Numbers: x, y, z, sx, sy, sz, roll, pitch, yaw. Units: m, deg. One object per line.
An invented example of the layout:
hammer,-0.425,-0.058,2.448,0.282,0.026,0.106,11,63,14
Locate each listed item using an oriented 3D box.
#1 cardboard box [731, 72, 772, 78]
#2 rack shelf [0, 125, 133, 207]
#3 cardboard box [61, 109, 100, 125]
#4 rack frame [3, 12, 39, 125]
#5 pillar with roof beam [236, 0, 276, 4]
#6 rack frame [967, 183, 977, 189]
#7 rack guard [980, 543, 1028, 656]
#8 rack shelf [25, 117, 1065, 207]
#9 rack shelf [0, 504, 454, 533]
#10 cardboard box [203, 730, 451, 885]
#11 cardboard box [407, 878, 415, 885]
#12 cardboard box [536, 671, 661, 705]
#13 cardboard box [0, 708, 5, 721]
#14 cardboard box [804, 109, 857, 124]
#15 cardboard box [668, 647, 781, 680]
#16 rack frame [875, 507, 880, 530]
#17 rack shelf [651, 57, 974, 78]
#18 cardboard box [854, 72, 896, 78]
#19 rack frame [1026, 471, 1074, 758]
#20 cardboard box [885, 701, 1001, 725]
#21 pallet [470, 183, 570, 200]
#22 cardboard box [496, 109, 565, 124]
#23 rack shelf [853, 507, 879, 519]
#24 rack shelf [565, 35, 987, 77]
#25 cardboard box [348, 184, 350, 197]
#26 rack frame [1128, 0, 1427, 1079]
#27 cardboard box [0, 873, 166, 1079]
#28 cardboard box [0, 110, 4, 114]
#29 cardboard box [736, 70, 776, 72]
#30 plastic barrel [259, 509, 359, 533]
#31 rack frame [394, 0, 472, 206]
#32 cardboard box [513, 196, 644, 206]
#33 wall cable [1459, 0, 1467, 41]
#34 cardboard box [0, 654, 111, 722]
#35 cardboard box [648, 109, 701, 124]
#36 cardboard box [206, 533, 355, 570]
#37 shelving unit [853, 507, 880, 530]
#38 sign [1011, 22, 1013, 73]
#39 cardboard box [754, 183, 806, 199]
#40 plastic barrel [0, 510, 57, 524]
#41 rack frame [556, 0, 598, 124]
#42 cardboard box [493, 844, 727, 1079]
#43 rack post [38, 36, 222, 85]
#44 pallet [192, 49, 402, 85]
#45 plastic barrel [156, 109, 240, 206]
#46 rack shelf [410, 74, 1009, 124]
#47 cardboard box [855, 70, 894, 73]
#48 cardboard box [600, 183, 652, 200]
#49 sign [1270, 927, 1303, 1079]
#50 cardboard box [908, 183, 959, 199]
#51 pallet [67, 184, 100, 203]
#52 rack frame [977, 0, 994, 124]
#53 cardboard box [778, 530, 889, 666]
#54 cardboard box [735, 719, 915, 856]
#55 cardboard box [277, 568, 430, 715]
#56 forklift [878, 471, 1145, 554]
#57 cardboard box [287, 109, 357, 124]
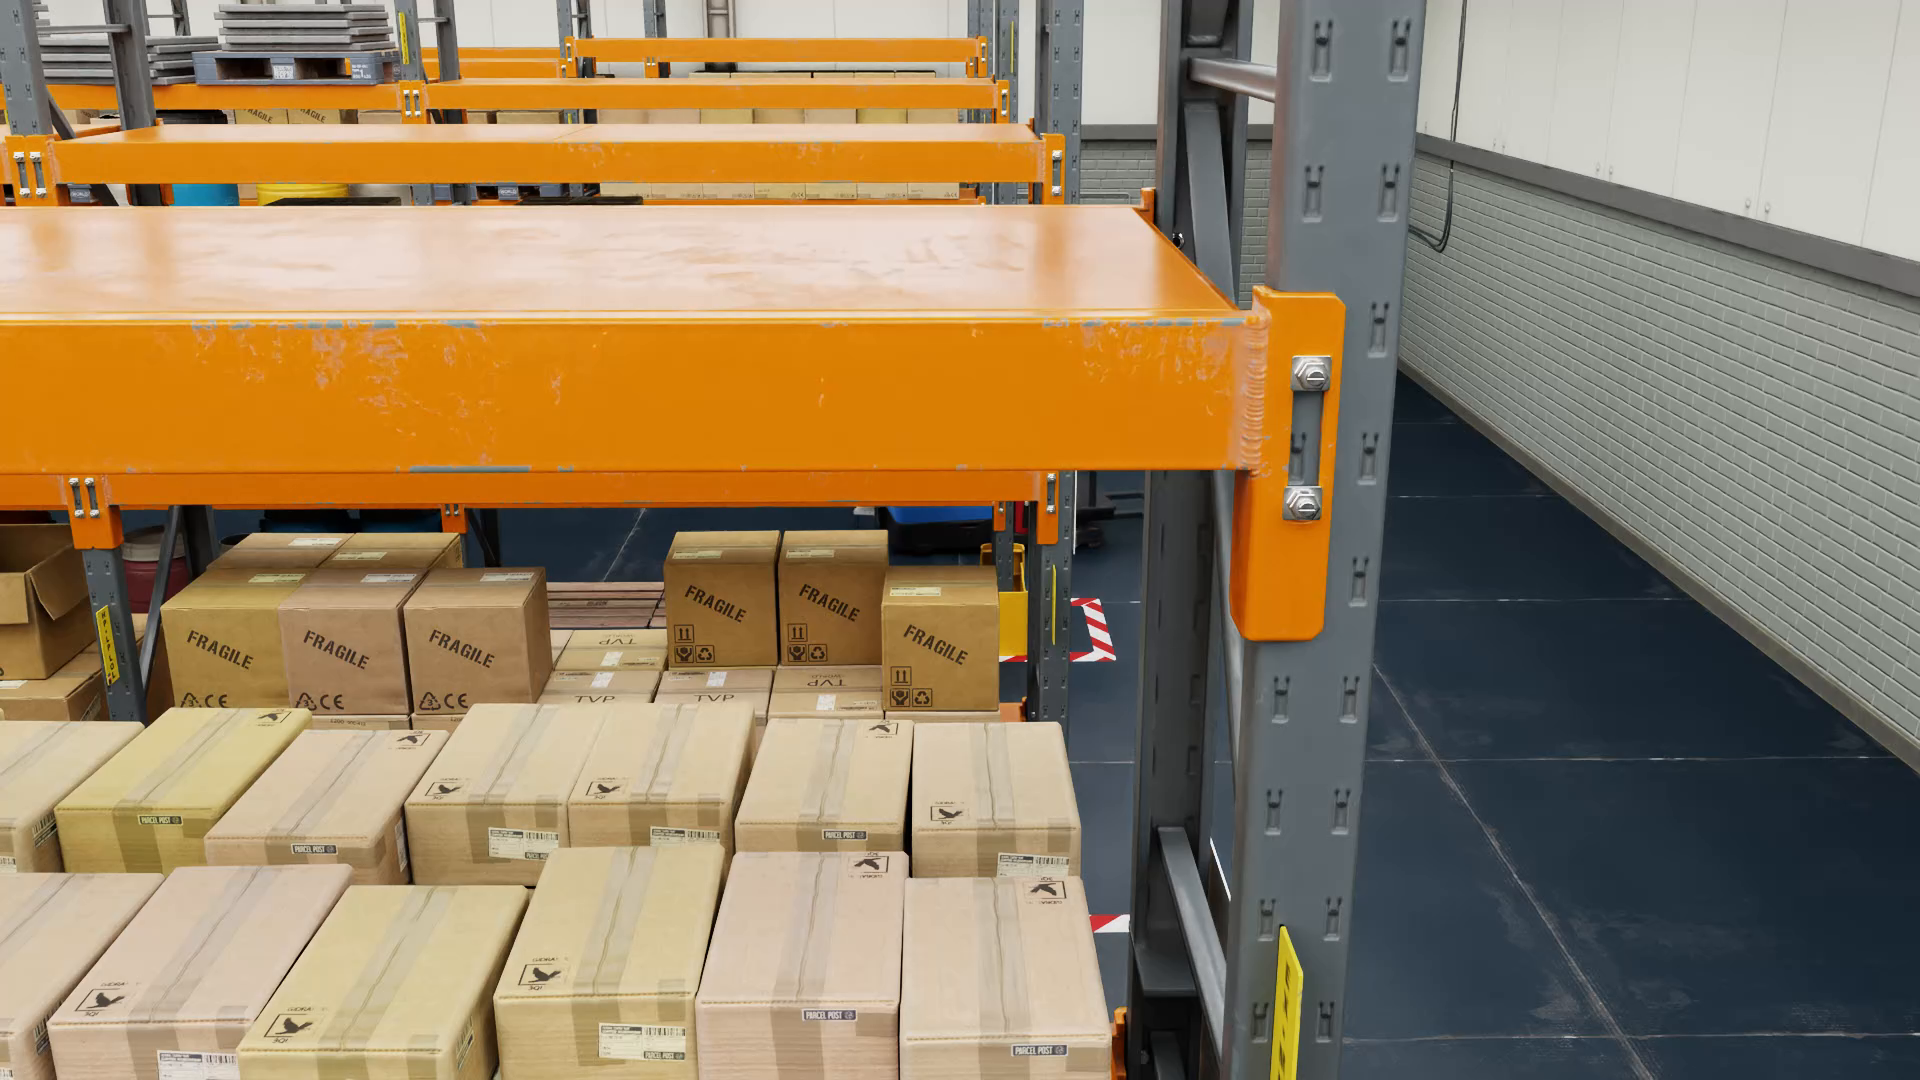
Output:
cardboard box,-2.603,-5.631,20.948,0.500,0.500,0.500,-1,18,-2
rack shelf,-5.599,-1.523,6.896,4.000,0.370,1.077,0,18,-1
cardboard box,-11.285,-5.363,21.094,0.500,0.500,0.500,2,18,7
rack frame,-11.833,-6.566,20.783,0.127,3.000,1.000,0,18,-1
pillar with roof beam,-9.079,-5.528,17.549,0.400,9.000,9.100,0,18,-1
rack frame,0.166,-3.767,21.880,0.127,3.000,1.000,0,18,-1
rack guard,0.346,0.445,12.842,0.348,0.500,1.175,0,18,-1
rack shelf,-1.600,-1.543,6.957,4.000,0.370,1.077,0,18,-1
rack shelf,-5.677,-0.370,12.467,4.000,0.370,1.077,0,18,-1
cardboard box,-0.977,0.443,2.619,0.250,0.149,0.380,0,18,1
cardboard box,-1.093,0.616,2.732,0.500,0.250,0.500,0,18,0
cardboard box,-1.617,0.793,7.423,0.500,0.250,0.500,0,18,-1
cardboard box,-1.768,0.415,2.708,0.250,0.149,0.380,-1,18,-2
cardboard box,-1.265,-4.187,16.478,0.500,0.500,0.700,0,18,-1
cardboard box,-1.106,0.627,7.941,0.500,0.250,0.500,-1,18,-3
rack frame,-0.749,-0.461,15.012,0.006,0.900,0.240,2,18,6
rack shelf,-1.834,-6.081,21.105,4.000,0.370,1.077,0,18,-1
cardboard box,-1.062,-5.643,20.983,0.500,0.500,0.500,0,18,1
rack frame,0.400,0.771,7.732,0.127,3.000,1.000,0,18,-1
cardboard box,-0.080,0.785,7.449,0.500,0.250,0.500,-1,18,-2
pallet,-4.405,-3.592,16.731,1.003,0.211,1.213,0,18,-1
cardboard box,-4.257,-3.978,16.613,0.600,0.600,0.600,-2,18,-6
rack shelf,-0.849,-0.262,15.089,0.200,0.077,0.258,2,18,6
rack shelf,-1.752,-4.757,16.328,4.000,0.370,1.077,0,18,-1
cardboard box,-6.286,-3.709,16.624,0.500,0.500,0.910,0,18,-1
rack frame,0.377,-0.570,2.092,0.127,3.000,1.000,0,18,-1
cardboard box,-1.231,0.590,2.162,0.250,0.149,0.380,0,18,0
cardboard box,-12.330,-5.585,20.805,0.500,0.500,0.500,-2,18,-6
cardboard box,-2.623,-5.787,21.431,0.500,0.500,0.500,-1,18,-3
plastic barrel,-4.930,0.078,12.641,0.708,0.901,0.600,0,18,-1
rack frame,-3.677,-3.579,11.471,0.127,3.000,1.000,0,18,-1
cardboard box,-1.620,-1.302,7.044,0.500,0.250,0.500,-1,18,-3
wall cable,5.869,-6.642,17.836,0.112,2.526,3.097,0,18,-1
cardboard box,-4.063,0.829,7.390,0.500,0.500,0.500,0,18,-1
cardboard box,-2.764,-4.160,16.394,0.500,0.500,0.700,0,18,-1
cardboard box,-3.144,0.280,7.796,0.500,0.500,0.500,0,18,1
shelving unit,-0.849,-0.465,15.024,0.210,0.900,0.258,2,18,6
sign,0.347,-3.276,11.057,0.005,0.325,0.100,0,18,-1
cardboard box,-1.762,-3.525,16.461,0.500,0.250,0.500,0,18,-1
plastic barrel,-7.188,0.123,12.618,0.708,0.830,0.600,0,18,-1
rack frame,-3.752,-5.091,16.187,0.127,3.000,1.000,0,18,-1
cardboard box,-0.455,0.566,2.236,0.250,0.149,0.380,-1,18,-3
rack post,-5.699,-3.292,11.396,0.954,0.300,0.937,2,18,5
pallet,-4.504,-3.285,11.519,1.213,0.211,1.003,0,18,-1
plastic barrel,-5.382,-2.534,11.617,0.708,0.901,0.600,0,18,-1
rack shelf,-1.678,-3.055,11.672,4.000,0.370,1.077,0,18,-1
cardboard box,-1.097,-5.799,21.469,0.500,0.500,0.500,-1,18,-2
cardboard box,-3.262,-3.518,16.440,0.500,0.250,0.500,0,18,-1
sign,0.366,0.607,1.886,0.005,0.325,0.100,0,18,-1
cardboard box,-0.262,-3.528,16.470,0.500,0.250,0.500,0,18,-1
pallet,-8.429,-3.523,16.519,1.003,0.211,1.213,1,18,2
rack frame,0.248,-5.111,16.247,0.127,3.000,1.000,0,18,-1
cardboard box,-0.584,0.266,7.837,0.500,0.500,0.500,-1,18,-2
cardboard box,-0.205,0.430,2.661,0.250,0.149,0.380,0,18,1
cardboard box,-2.624,0.439,7.299,0.500,0.500,0.500,0,18,-1
forklift,0.816,-1.484,14.875,3.031,2.935,1.130,-4,18,-12
cardboard box,-6.295,-4.173,16.433,0.500,0.500,0.500,0,18,-1
